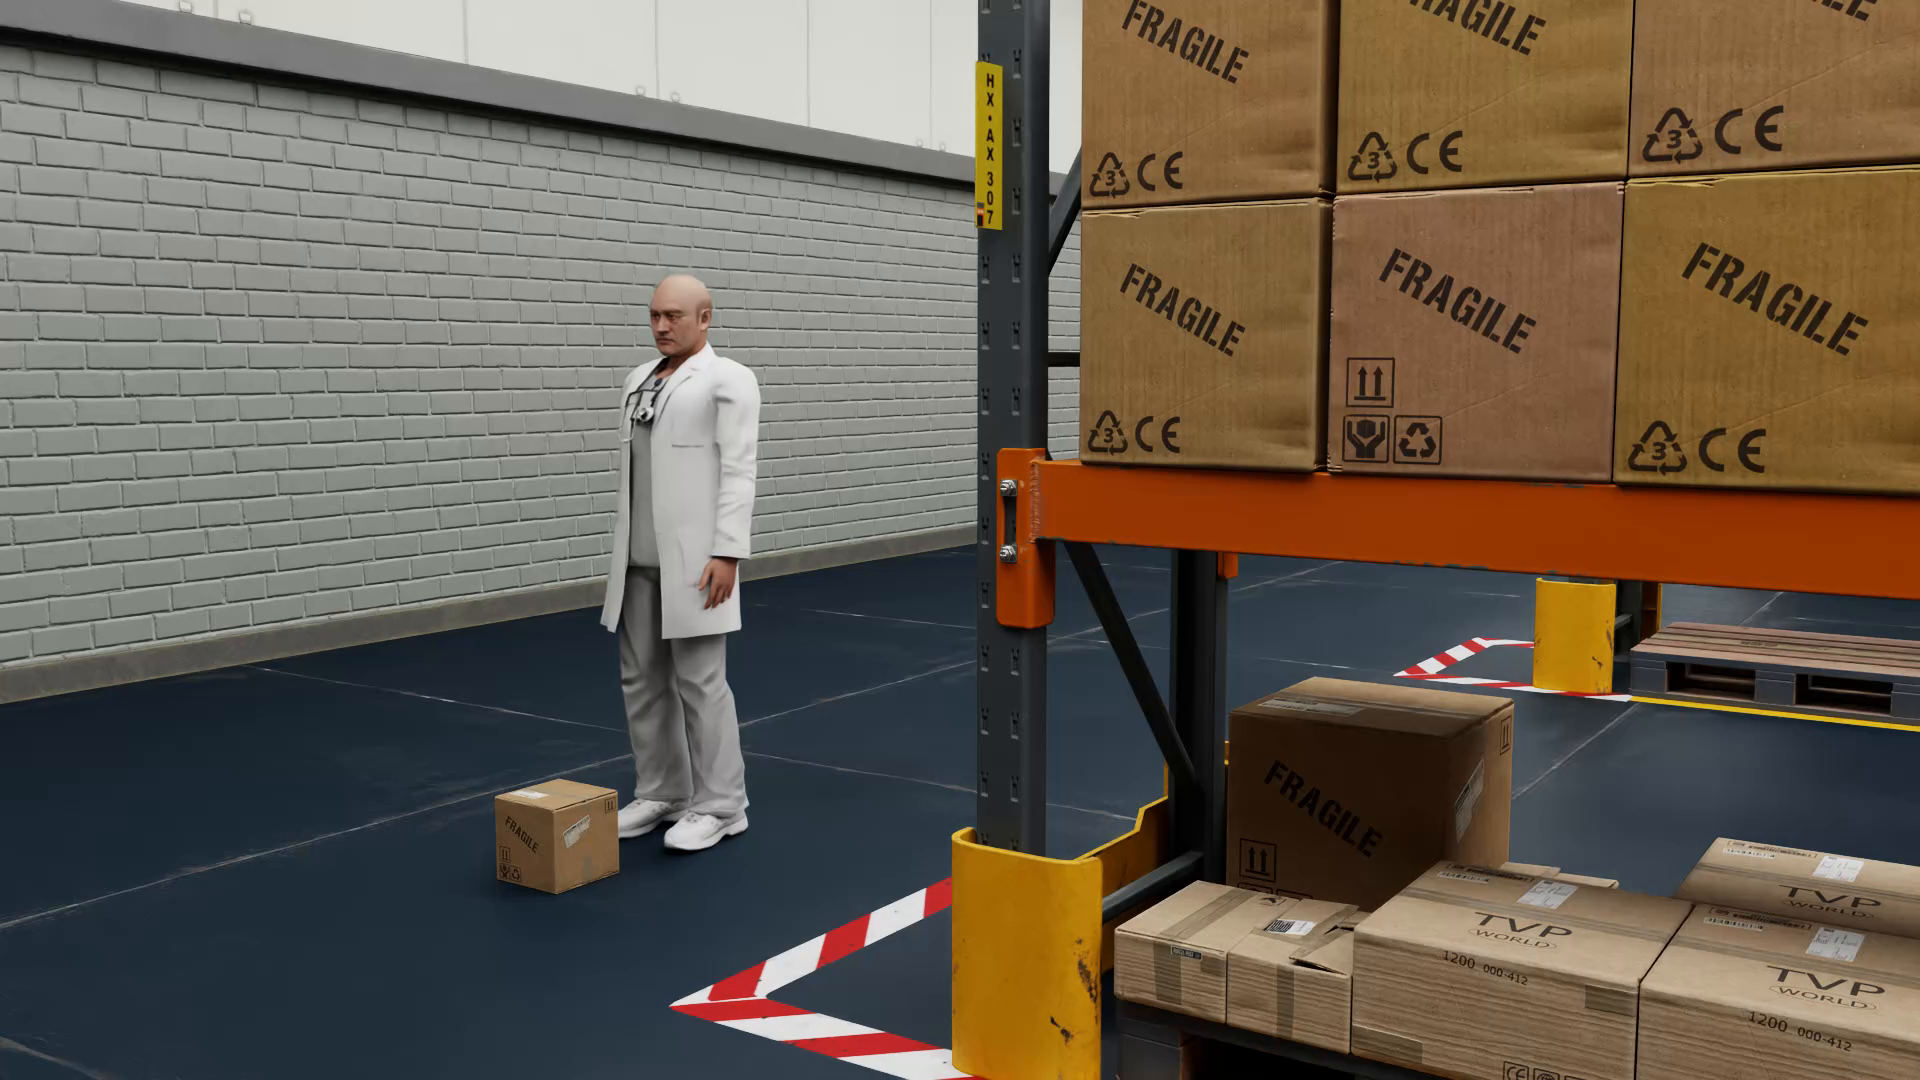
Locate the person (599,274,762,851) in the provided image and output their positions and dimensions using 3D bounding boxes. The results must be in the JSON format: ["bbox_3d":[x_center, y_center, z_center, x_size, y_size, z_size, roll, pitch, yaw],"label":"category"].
[{"bbox_3d":[-0.881,0.065,5.203,0.562,1.773,0.378,4,7,35],"label":"person"}]
